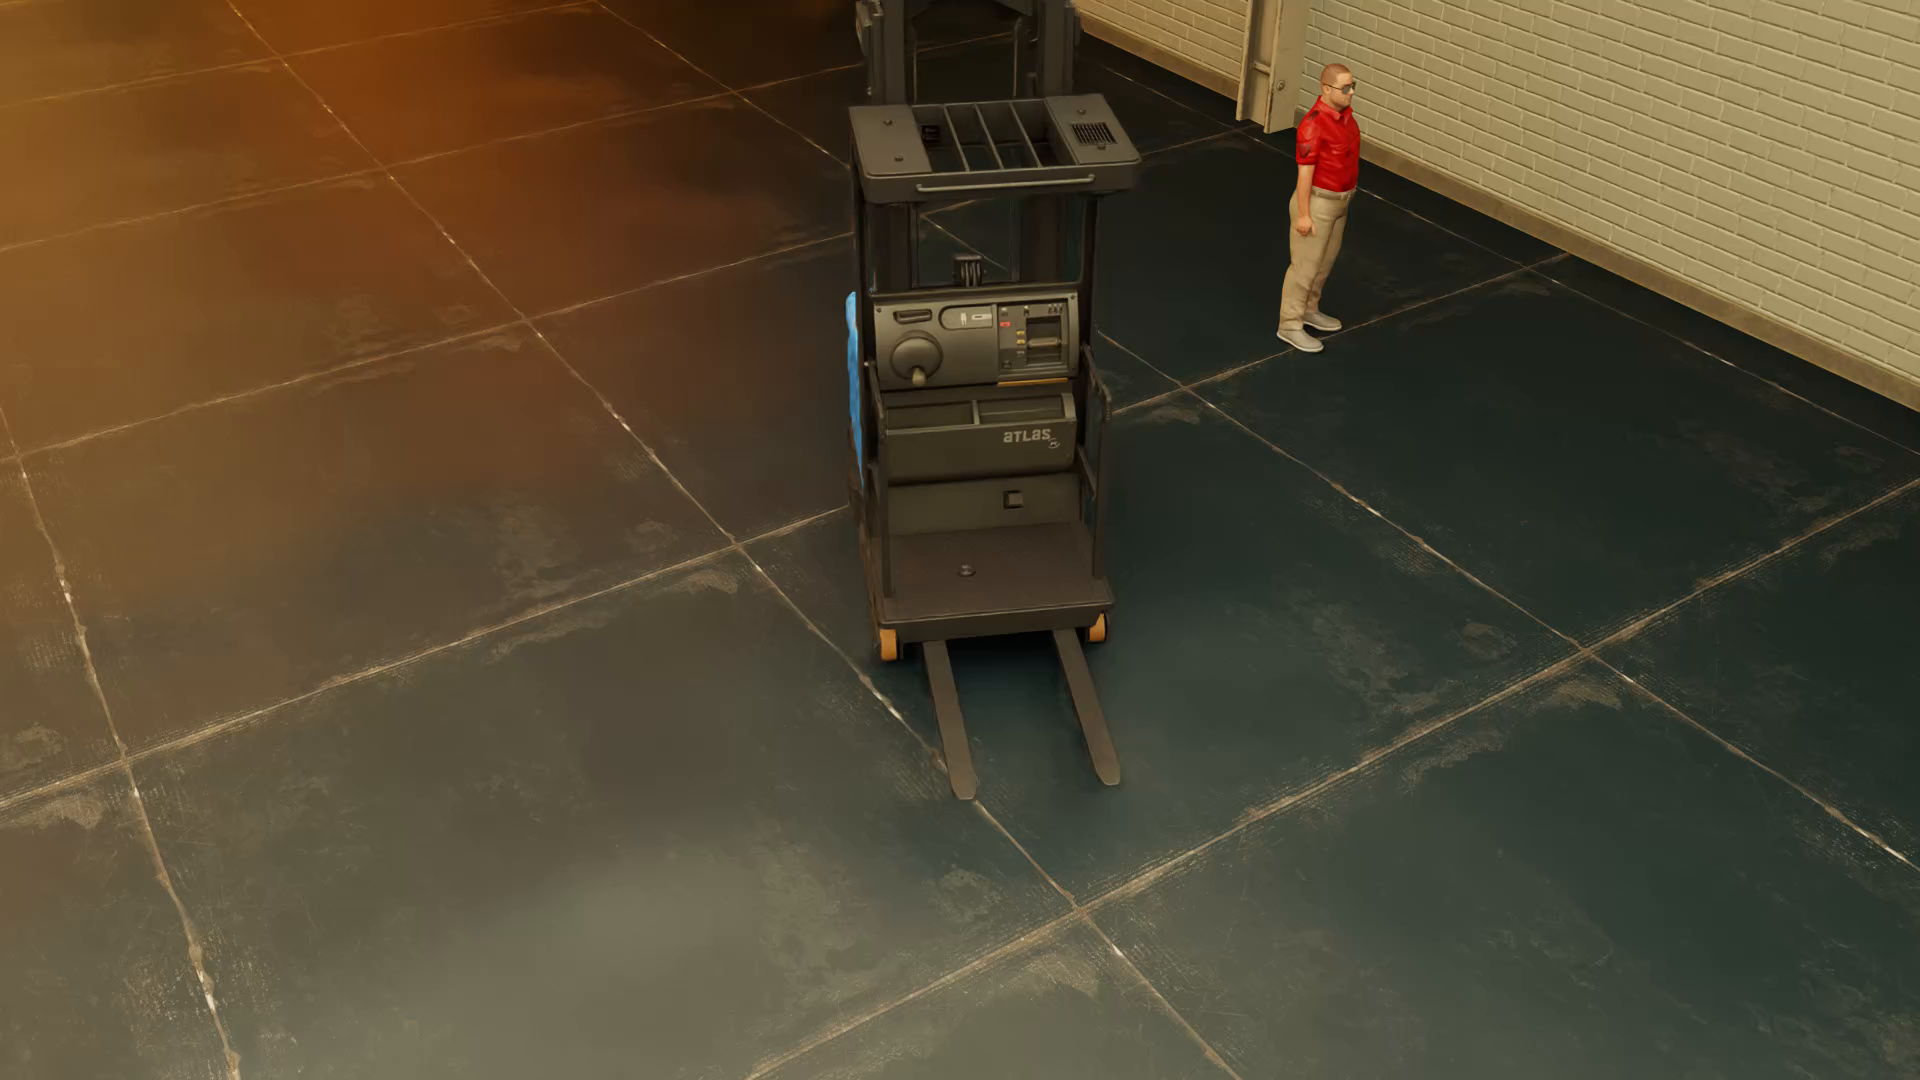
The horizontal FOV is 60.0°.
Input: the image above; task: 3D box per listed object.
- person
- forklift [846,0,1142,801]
[{"bbox_3d":[2.210,-2.026,10.078,0.369,1.730,0.532,21,40,27],"label":"person"},{"bbox_3d":[0.111,-0.843,7.347,1.130,2.935,3.031,-5,35,-7],"label":"forklift"}]
